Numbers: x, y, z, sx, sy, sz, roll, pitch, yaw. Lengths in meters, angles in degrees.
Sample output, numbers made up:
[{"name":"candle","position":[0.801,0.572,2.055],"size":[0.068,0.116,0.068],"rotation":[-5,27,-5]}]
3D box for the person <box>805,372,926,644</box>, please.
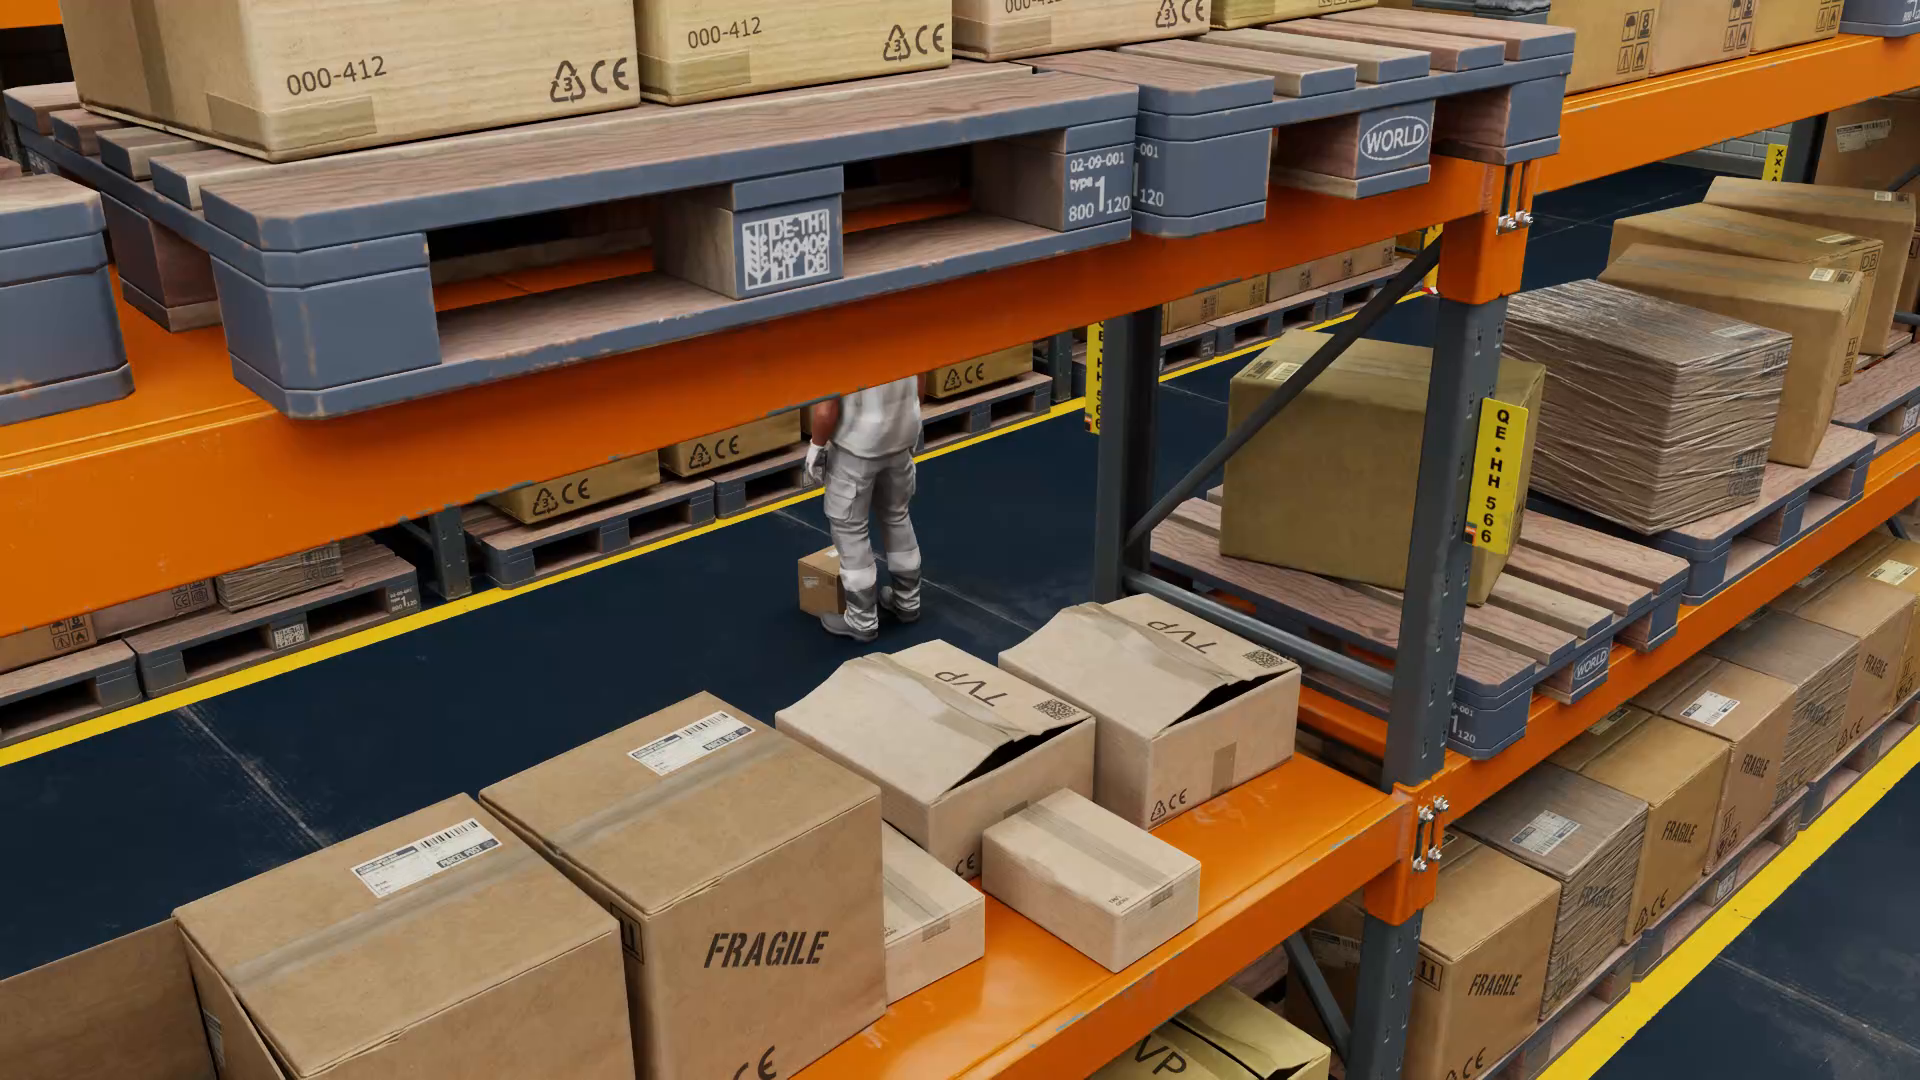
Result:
[{"name":"person","position":[-0.397,-0.431,7.046],"size":[0.607,1.780,0.449],"rotation":[-21,31,-38]}]
